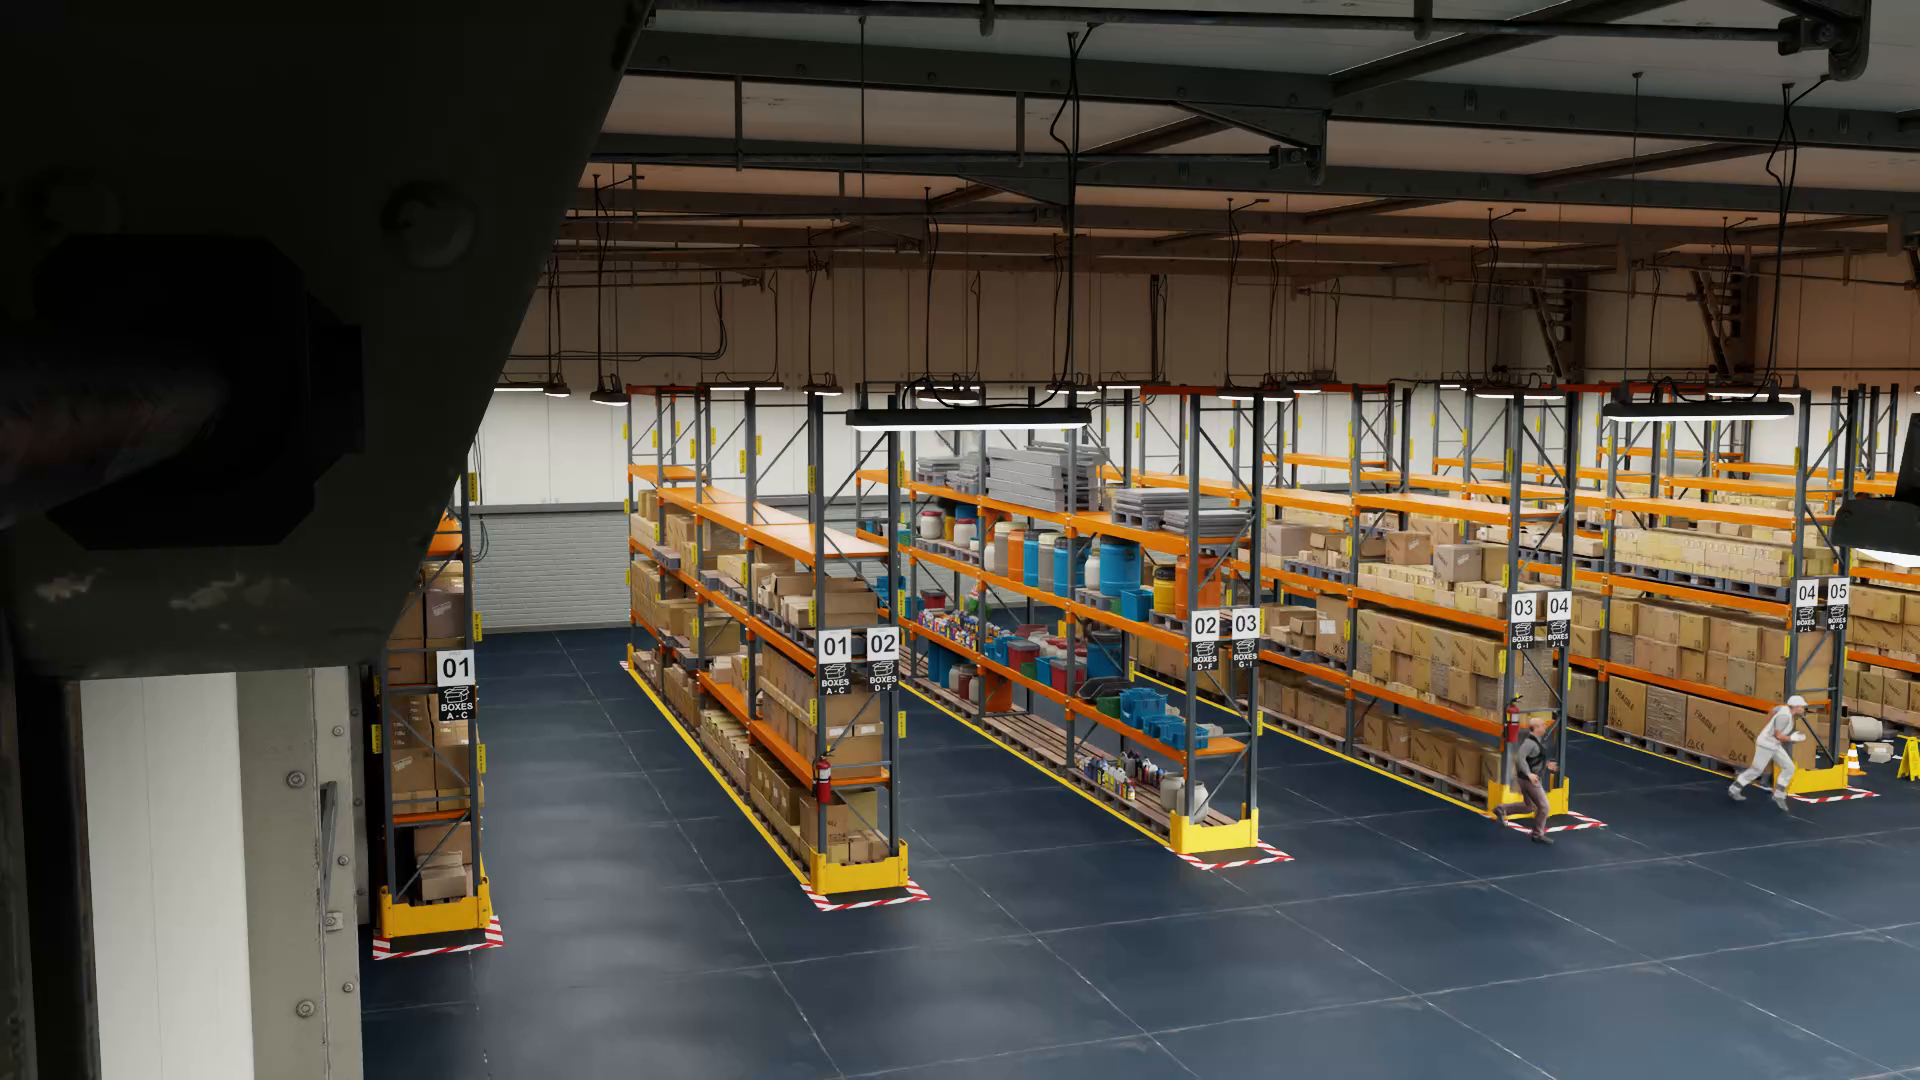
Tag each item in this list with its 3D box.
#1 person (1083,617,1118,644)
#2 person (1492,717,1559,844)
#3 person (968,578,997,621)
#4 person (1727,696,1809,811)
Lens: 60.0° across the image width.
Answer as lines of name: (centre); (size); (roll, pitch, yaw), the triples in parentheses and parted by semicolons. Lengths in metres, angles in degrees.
person: (2.810, 2.066, 33.054); (0.684, 1.716, 0.695); (-1, 6, -12)
person: (7.569, 3.199, 22.281); (0.841, 1.684, 0.645); (3, 6, 23)
person: (0.395, 1.451, 39.476); (1.018, 1.717, 0.706); (1, 6, 9)
person: (11.662, 3.049, 23.982); (0.992, 1.717, 0.705); (4, 7, 35)
